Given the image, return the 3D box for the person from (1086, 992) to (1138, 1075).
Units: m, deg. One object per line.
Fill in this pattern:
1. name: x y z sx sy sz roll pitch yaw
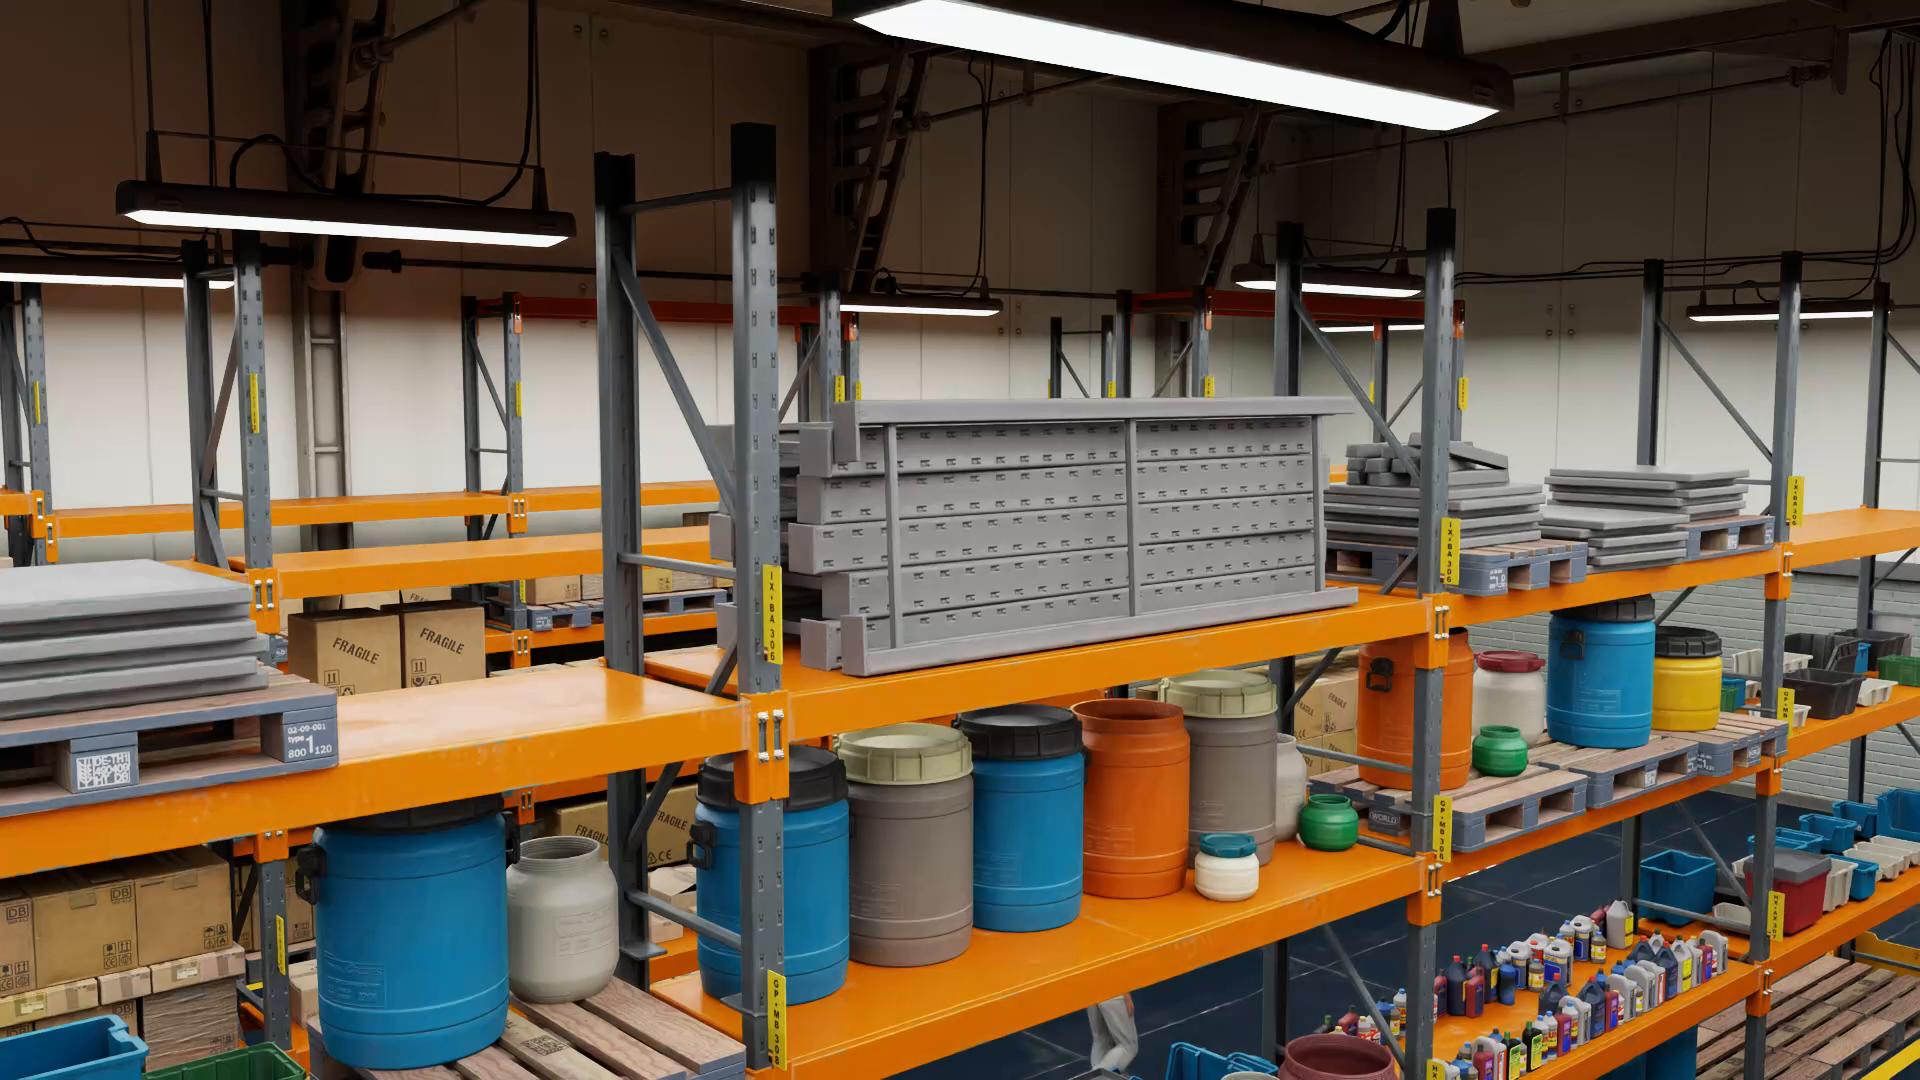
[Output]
1. person: 1.009 3.232 11.723 0.509 1.669 0.493 -3 6 -32
